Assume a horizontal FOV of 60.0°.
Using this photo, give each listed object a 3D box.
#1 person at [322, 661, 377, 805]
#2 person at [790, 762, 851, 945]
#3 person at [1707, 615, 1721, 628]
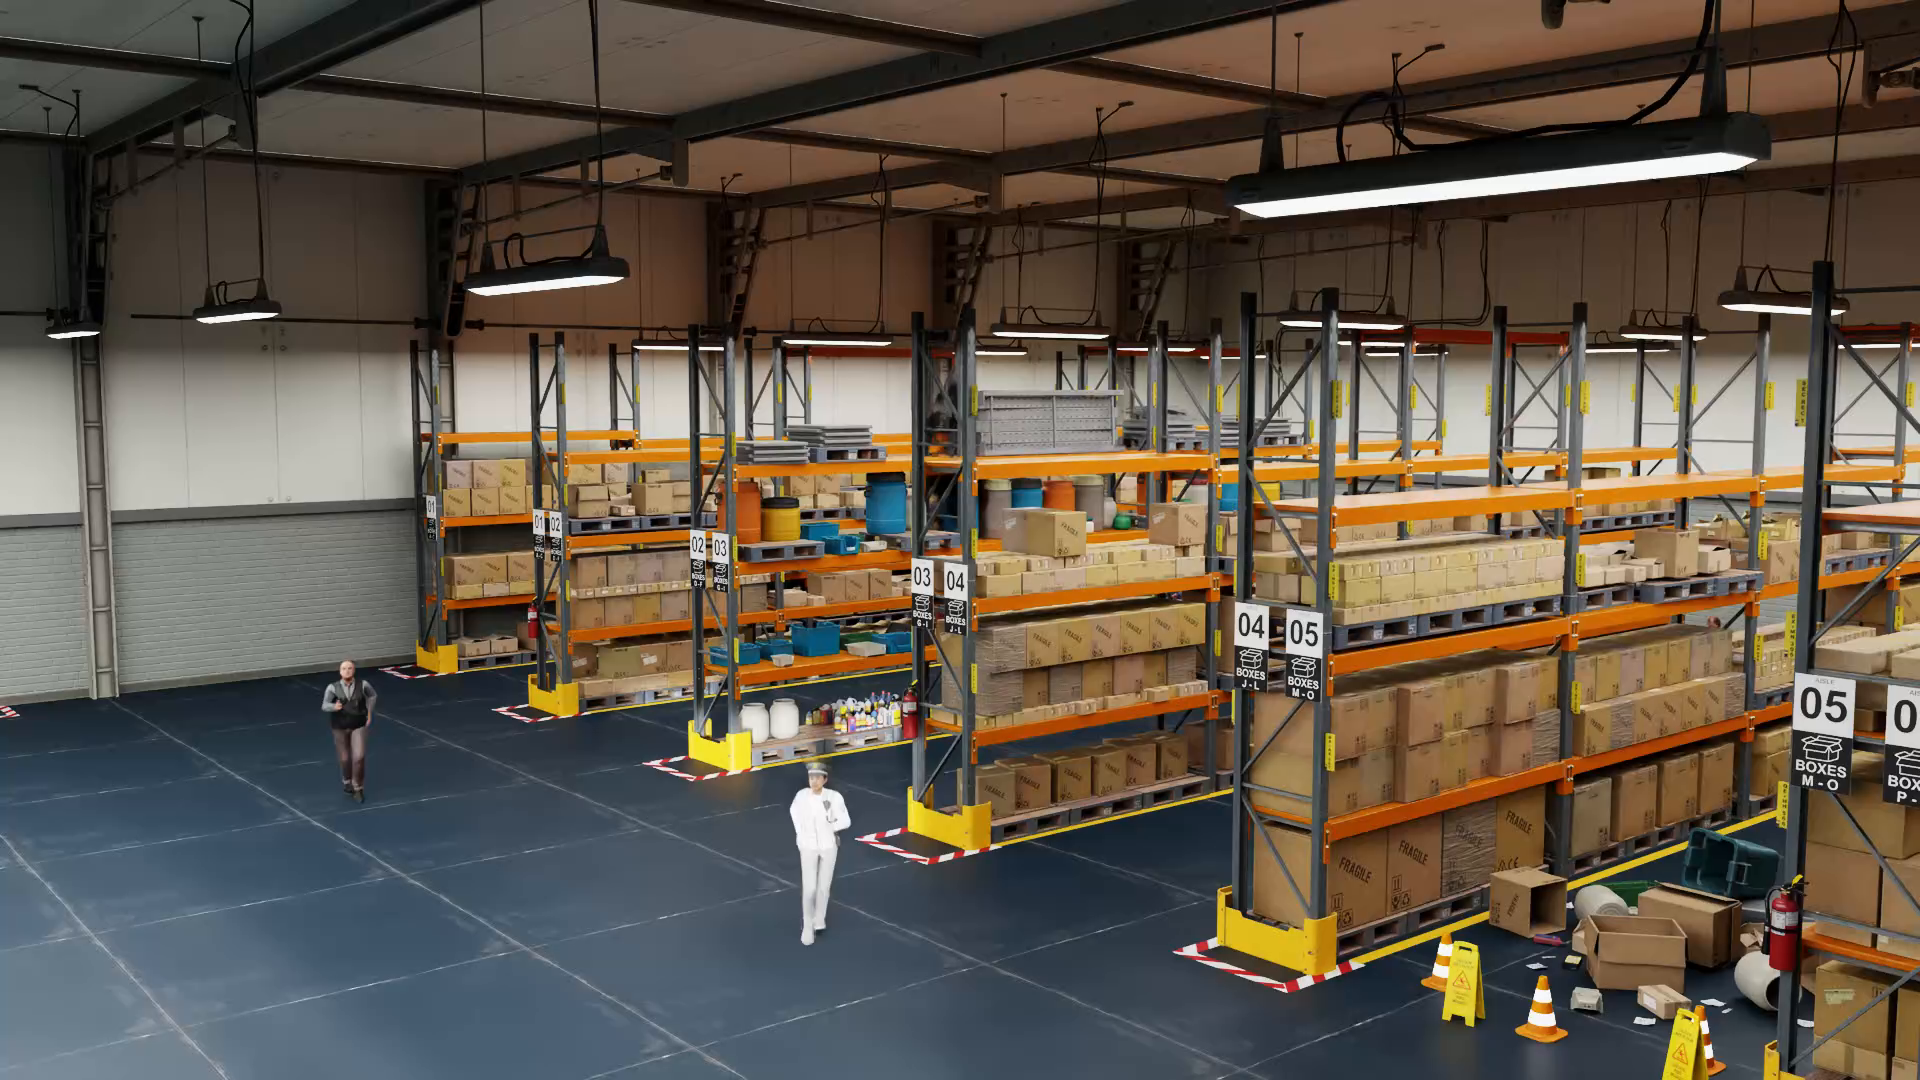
[{"bbox_3d":[-7.610,2.390,20.744,0.639,1.774,0.734,-1,5,-16],"label":"person"},{"bbox_3d":[-1.305,2.908,15.498,0.579,1.740,0.708,0,5,-2],"label":"person"},{"bbox_3d":[11.675,1.959,25.805,0.558,1.610,0.837,4,7,36],"label":"person"}]
